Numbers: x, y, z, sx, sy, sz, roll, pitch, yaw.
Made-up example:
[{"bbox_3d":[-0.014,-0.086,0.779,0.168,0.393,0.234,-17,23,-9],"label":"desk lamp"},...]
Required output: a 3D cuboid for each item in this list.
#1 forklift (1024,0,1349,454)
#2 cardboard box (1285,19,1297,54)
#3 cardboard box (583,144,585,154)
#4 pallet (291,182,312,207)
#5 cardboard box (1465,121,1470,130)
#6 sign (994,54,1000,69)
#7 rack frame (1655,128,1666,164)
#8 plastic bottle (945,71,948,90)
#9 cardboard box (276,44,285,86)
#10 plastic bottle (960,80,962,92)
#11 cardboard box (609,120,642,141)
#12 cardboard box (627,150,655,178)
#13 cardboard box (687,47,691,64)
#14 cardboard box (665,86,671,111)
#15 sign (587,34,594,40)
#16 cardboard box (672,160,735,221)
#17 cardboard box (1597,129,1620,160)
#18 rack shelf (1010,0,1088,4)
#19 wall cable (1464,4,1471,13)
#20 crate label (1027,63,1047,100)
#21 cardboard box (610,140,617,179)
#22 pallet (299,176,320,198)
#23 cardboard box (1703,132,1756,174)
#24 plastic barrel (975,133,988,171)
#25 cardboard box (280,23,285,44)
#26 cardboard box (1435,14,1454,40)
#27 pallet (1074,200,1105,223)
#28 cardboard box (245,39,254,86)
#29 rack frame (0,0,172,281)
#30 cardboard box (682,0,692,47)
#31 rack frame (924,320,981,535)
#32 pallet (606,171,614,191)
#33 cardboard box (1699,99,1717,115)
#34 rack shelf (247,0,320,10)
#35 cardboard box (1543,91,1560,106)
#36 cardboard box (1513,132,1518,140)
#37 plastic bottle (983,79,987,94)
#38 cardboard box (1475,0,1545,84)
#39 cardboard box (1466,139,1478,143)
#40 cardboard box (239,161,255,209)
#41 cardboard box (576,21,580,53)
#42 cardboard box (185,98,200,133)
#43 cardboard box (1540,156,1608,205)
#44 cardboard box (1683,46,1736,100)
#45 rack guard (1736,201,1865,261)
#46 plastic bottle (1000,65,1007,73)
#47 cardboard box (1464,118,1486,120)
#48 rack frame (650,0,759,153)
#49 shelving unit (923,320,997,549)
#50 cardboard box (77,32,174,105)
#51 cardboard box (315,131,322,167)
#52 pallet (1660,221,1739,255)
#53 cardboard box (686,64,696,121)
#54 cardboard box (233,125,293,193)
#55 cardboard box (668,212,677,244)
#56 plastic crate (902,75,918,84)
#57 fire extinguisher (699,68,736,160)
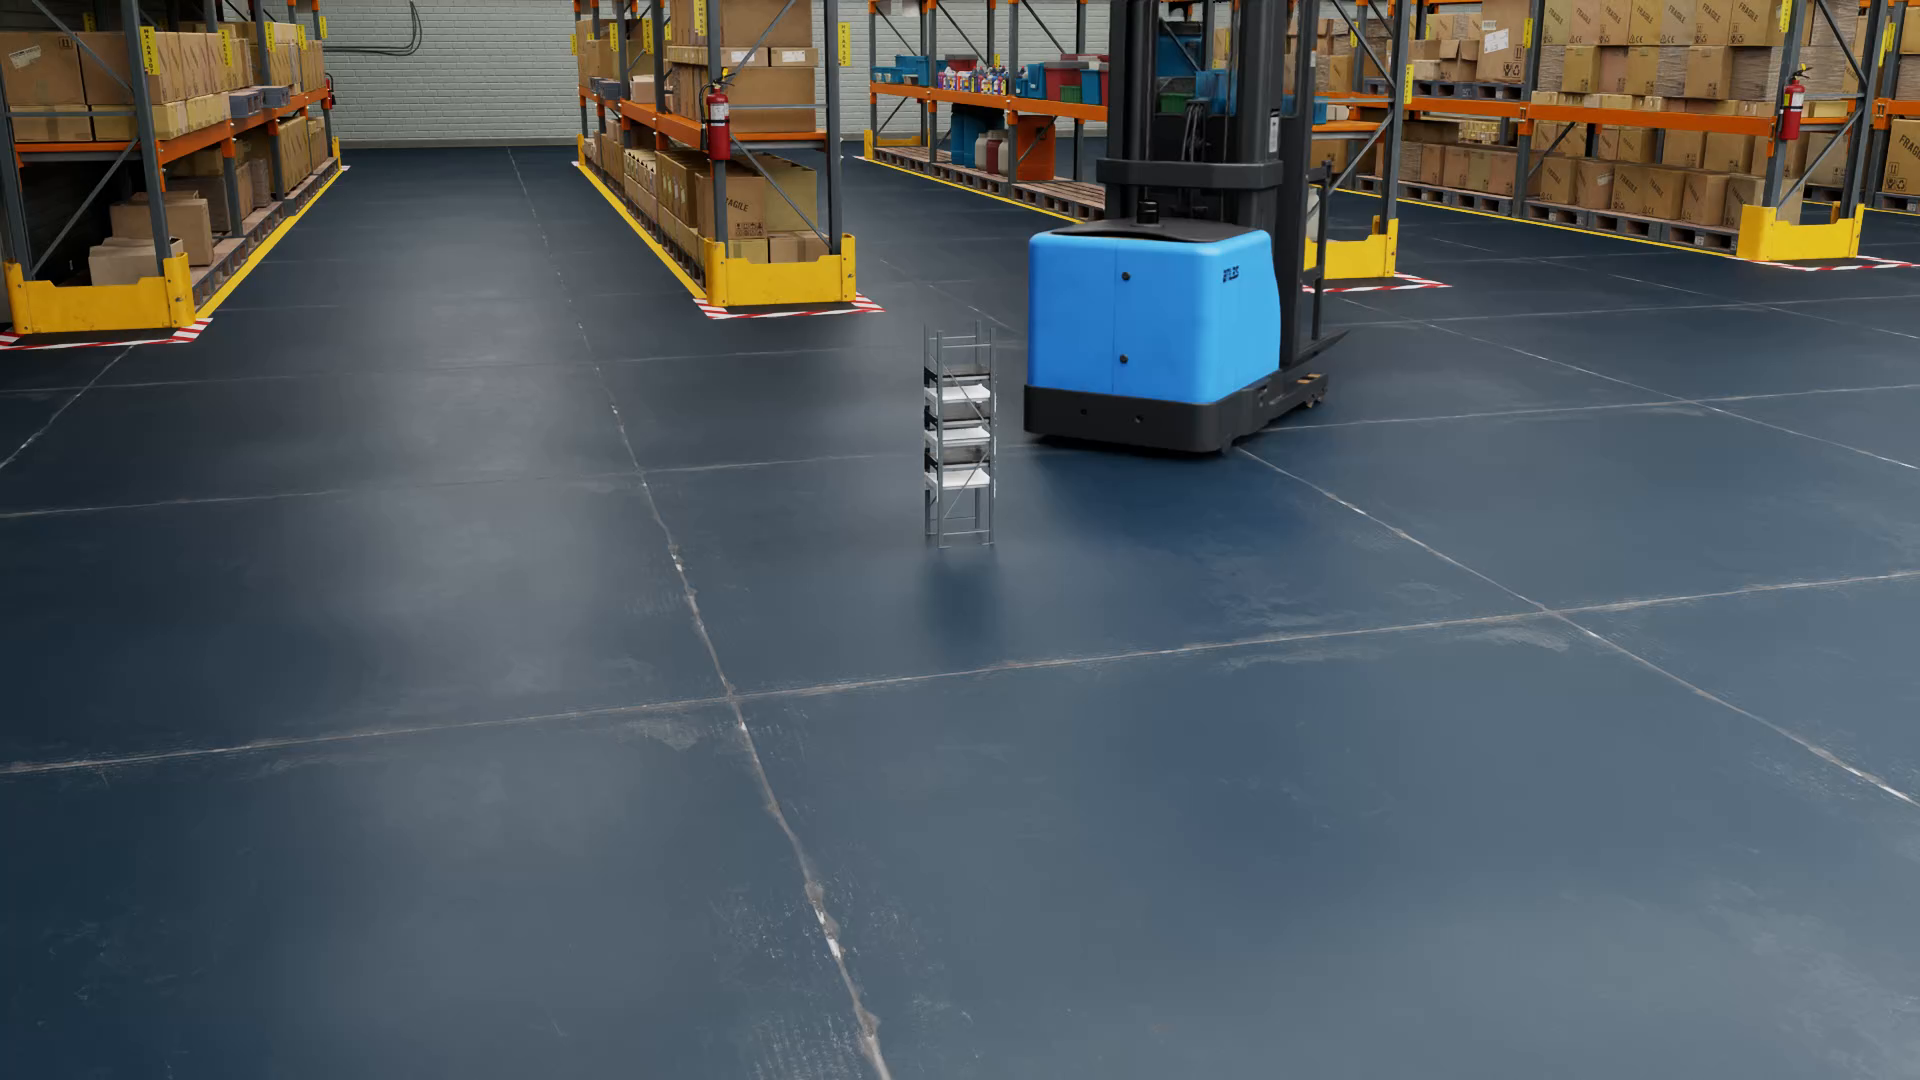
[{"bbox_3d":[1.477,-2.206,9.201,1.130,2.935,3.031,9,19,27],"label":"forklift"},{"bbox_3d":[5.151,-7.626,25.209,0.797,0.503,0.637,-5,17,-15],"label":"cardboard box"},{"bbox_3d":[-5.982,-6.431,27.307,0.380,0.166,0.250,-5,17,-15],"label":"cardboard box"},{"bbox_3d":[-8.875,-4.409,21.263,1.003,0.211,1.213,-5,17,-15],"label":"pallet"},{"bbox_3d":[9.059,-7.241,29.036,0.380,0.149,0.250,-4,17,-13],"label":"cardboard box"},{"bbox_3d":[0.557,-7.249,25.389,0.100,0.325,0.005,-5,17,-15],"label":"sign"},{"bbox_3d":[10.686,-6.723,24.118,1.000,3.000,0.127,-5,17,-15],"label":"rack frame"},{"bbox_3d":[-0.169,-6.782,24.540,0.097,0.271,0.097,0,17,0],"label":"plastic bottle"},{"bbox_3d":[-8.421,-5.684,19.934,0.500,0.500,0.500,-4,17,-13],"label":"cardboard box"},{"bbox_3d":[0.048,-6.530,23.821,0.097,0.201,0.097,0,17,0],"label":"plastic bottle"},{"bbox_3d":[-4.424,-5.487,22.281,0.500,0.250,0.500,-5,17,-16],"label":"cardboard box"},{"bbox_3d":[-3.623,-4.416,19.515,0.500,0.311,0.500,-5,17,-17],"label":"cardboard box"},{"bbox_3d":[-2.221,-4.311,14.787,0.380,0.149,0.250,-5,17,-16],"label":"cardboard box"},{"bbox_3d":[-2.956,-4.634,17.399,0.396,0.266,0.258,-5,17,-17],"label":"cardboard box"},{"bbox_3d":[-5.256,-7.052,23.711,0.100,0.325,0.005,-5,17,-15],"label":"sign"},{"bbox_3d":[-2.297,-3.145,14.956,0.500,0.500,0.500,-5,17,-15],"label":"cardboard box"},{"bbox_3d":[10.115,-6.032,25.434,0.500,0.500,0.500,-4,17,-13],"label":"cardboard box"},{"bbox_3d":[1.676,-6.506,19.432,1.077,0.370,4.000,-5,17,-15],"label":"rack shelf"},{"bbox_3d":[11.647,-11.414,37.916,0.585,1.953,0.123,-5,17,-15],"label":"wall cable"},{"bbox_3d":[1.140,-5.688,20.611,0.502,0.435,0.616,-5,17,-15],"label":"crate label"},{"bbox_3d":[-4.412,-5.118,22.356,0.500,0.500,0.500,-5,18,-17],"label":"cardboard box"},{"bbox_3d":[-9.214,-4.747,22.388,1.003,0.211,1.213,-5,17,-15],"label":"pallet"},{"bbox_3d":[11.010,-5.429,22.993,1.050,0.750,0.750,-4,17,-14],"label":"cardboard box"},{"bbox_3d":[0.425,-5.572,23.882,0.421,0.512,0.421,0,17,0],"label":"plastic barrel"},{"bbox_3d":[-8.712,-6.316,20.735,0.500,0.250,0.500,-5,17,-16],"label":"cardboard box"},{"bbox_3d":[8.765,-9.034,29.385,0.500,0.500,0.500,-5,18,-17],"label":"cardboard box"},{"bbox_3d":[1.973,-3.739,19.033,1.003,0.211,1.213,-5,17,-15],"label":"pallet"},{"bbox_3d":[-8.260,-5.313,18.487,0.700,0.500,0.500,-7,18,-22],"label":"cardboard box"},{"bbox_3d":[-6.200,-2.971,11.628,1.000,3.000,0.127,-5,17,-15],"label":"rack frame"},{"bbox_3d":[-2.132,-4.739,15.084,0.700,0.500,0.500,-5,17,-15],"label":"cardboard box"},{"bbox_3d":[-0.030,-0.461,6.924,0.240,0.900,0.006,-5,17,-15],"label":"rack frame"},{"bbox_3d":[-4.476,-5.125,23.647,1.003,0.211,1.213,-5,17,-15],"label":"pallet"},{"bbox_3d":[7.571,-4.292,16.465,0.380,0.149,0.250,-5,17,-15],"label":"cardboard box"},{"bbox_3d":[-10.048,-7.935,24.192,1.077,0.370,4.000,-5,17,-15],"label":"rack shelf"},{"bbox_3d":[6.814,-4.978,18.748,0.380,0.149,0.250,-5,17,-15],"label":"cardboard box"},{"bbox_3d":[9.639,-6.996,28.736,0.380,0.149,0.250,-5,17,-15],"label":"cardboard box"},{"bbox_3d":[0.367,-6.209,22.752,0.097,0.201,0.097,0,17,0],"label":"plastic bottle"},{"bbox_3d":[6.905,-5.971,19.844,1.000,1.000,1.000,-5,17,-15],"label":"cardboard box"},{"bbox_3d":[9.026,-6.893,28.910,0.380,0.149,0.250,-5,18,-17],"label":"cardboard box"},{"bbox_3d":[-8.121,-3.850,18.137,0.700,0.500,0.500,-5,17,-15],"label":"cardboard box"},{"bbox_3d":[-5.967,-8.172,27.032,0.500,0.500,0.500,-4,17,-14],"label":"cardboard box"},{"bbox_3d":[-6.320,-3.352,13.125,0.500,0.250,0.500,-5,17,-16],"label":"cardboard box"},{"bbox_3d":[7.060,-4.142,19.143,0.500,0.500,0.500,-5,18,-17],"label":"cardboard box"},{"bbox_3d":[7.710,-4.619,16.424,0.875,0.500,0.500,-5,17,-15],"label":"cardboard box"},{"bbox_3d":[8.067,-2.969,15.969,1.175,0.500,0.348,-5,17,-15],"label":"rack guard"},{"bbox_3d":[0.646,-6.770,24.362,0.144,0.351,0.185,-5,17,-15],"label":"plastic bottle"},{"bbox_3d":[9.286,-7.496,29.883,0.380,0.149,0.250,-5,17,-15],"label":"cardboard box"},{"bbox_3d":[-2.538,-4.470,16.618,1.000,3.000,0.127,-5,17,-15],"label":"rack frame"},{"bbox_3d":[-0.002,-0.433,6.830,0.258,0.900,0.210,-5,17,-15],"label":"shelving unit"},{"bbox_3d":[-6.042,-3.423,12.057,0.500,0.500,0.500,-5,17,-15],"label":"cardboard box"},{"bbox_3d":[-9.879,-5.790,24.630,0.700,0.500,0.500,-4,17,-14],"label":"cardboard box"},{"bbox_3d":[7.877,-3.059,16.768,1.003,0.211,1.213,-5,17,-15],"label":"pallet"},{"bbox_3d":[-2.124,-4.111,15.250,0.700,0.500,0.500,-4,17,-14],"label":"cardboard box"},{"bbox_3d":[-8.475,-4.569,19.955,0.750,0.750,0.750,-5,17,-16],"label":"cardboard box"},{"bbox_3d":[-2.437,-2.924,15.523,0.500,0.250,0.500,-5,17,-15],"label":"cardboard box"},{"bbox_3d":[-0.740,-7.434,26.839,0.293,0.136,0.466,-5,17,-15],"label":"plastic crate"},{"bbox_3d":[-1.852,-3.257,12.715,0.296,0.674,0.183,-5,17,-15],"label":"fire extinguisher"}]
